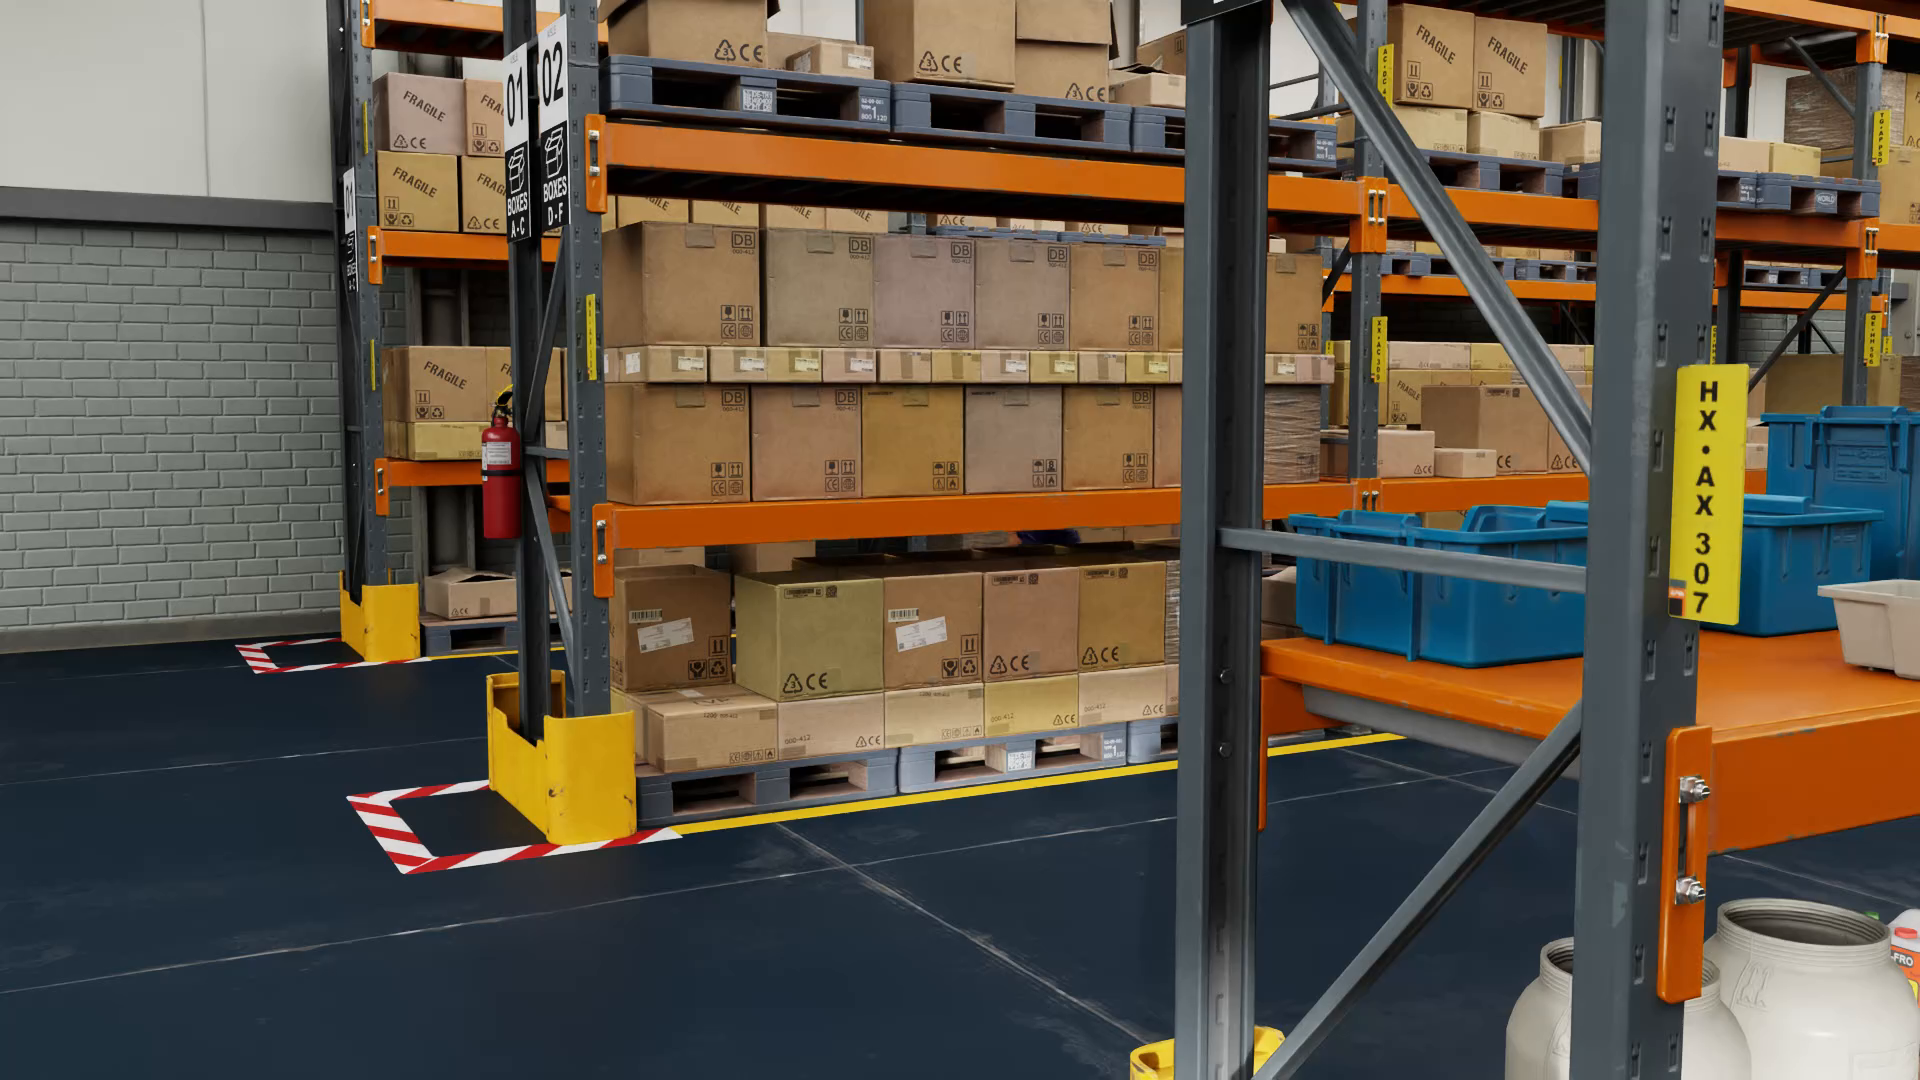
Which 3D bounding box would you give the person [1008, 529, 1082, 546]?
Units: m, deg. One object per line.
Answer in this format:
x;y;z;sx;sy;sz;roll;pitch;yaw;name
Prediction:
0.482;-0.014;10.848;0.846;1.600;0.788;-3;6;-32;person
